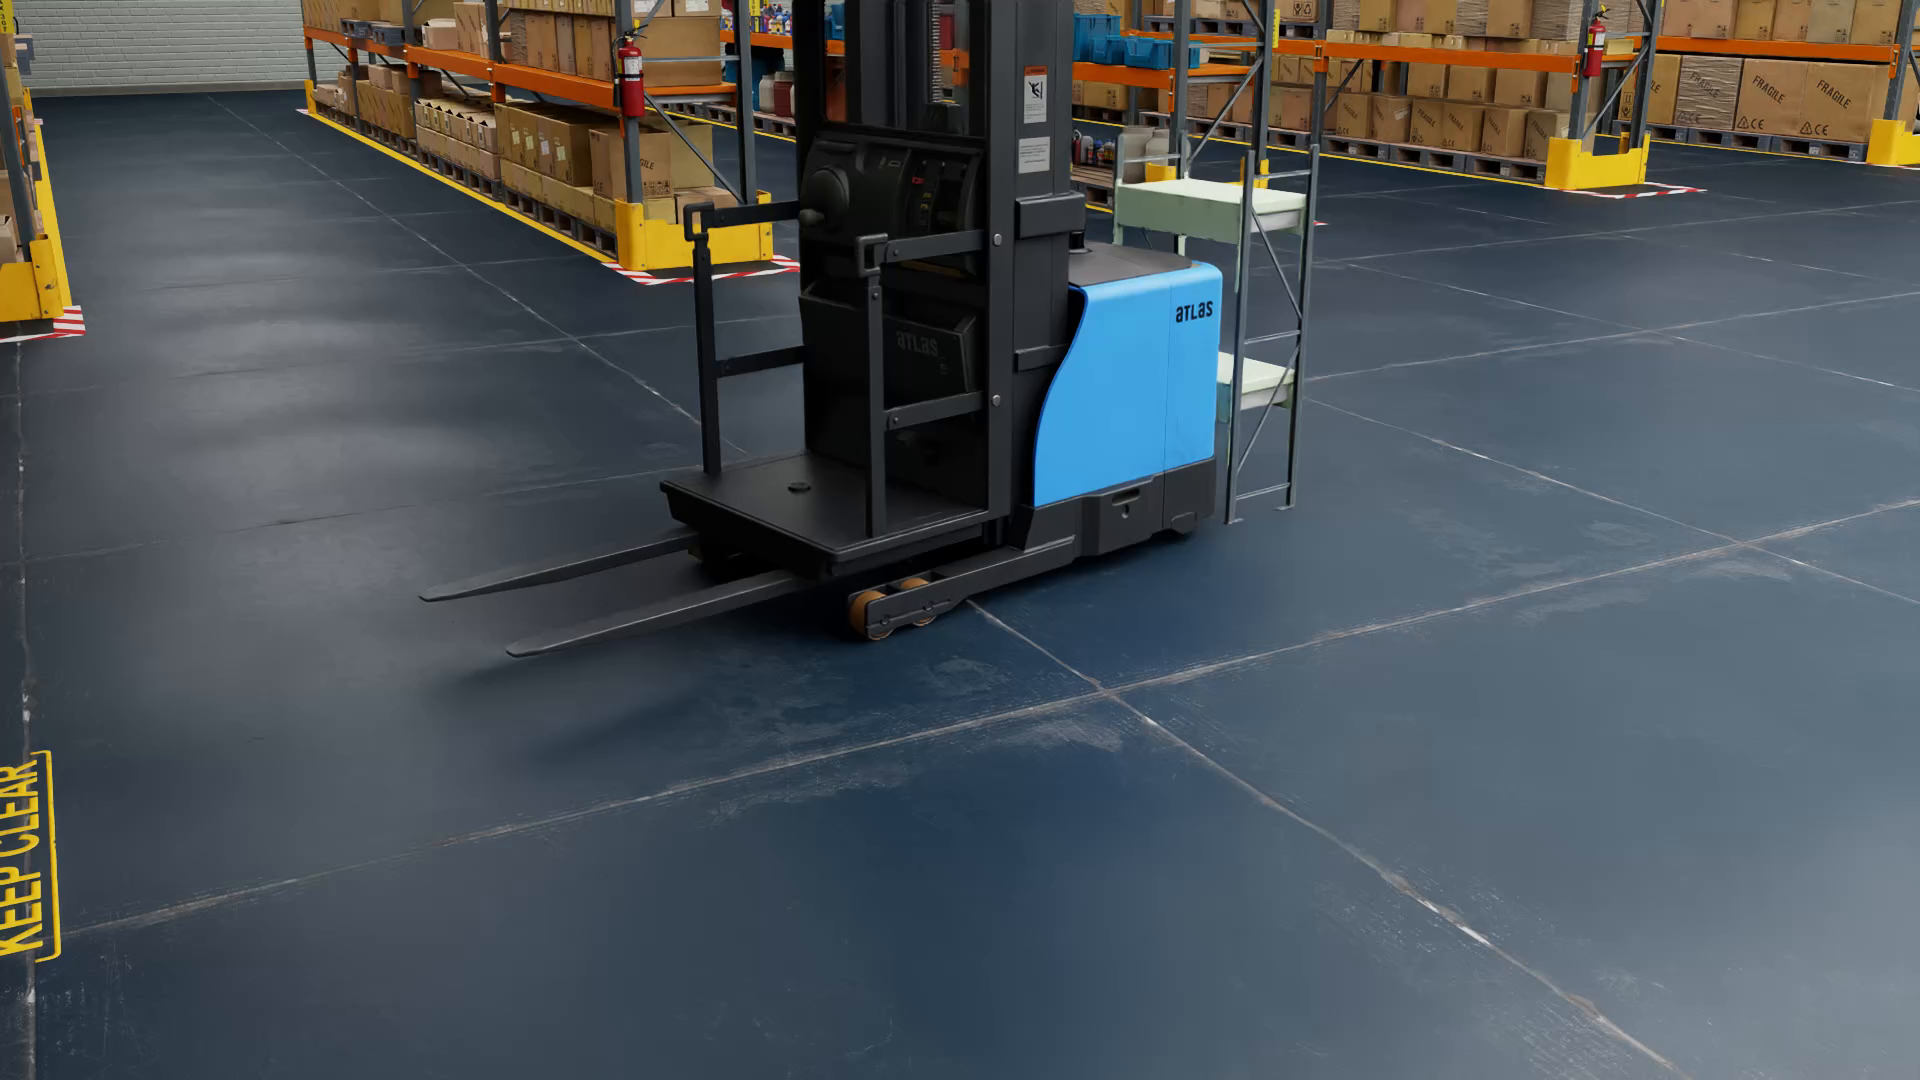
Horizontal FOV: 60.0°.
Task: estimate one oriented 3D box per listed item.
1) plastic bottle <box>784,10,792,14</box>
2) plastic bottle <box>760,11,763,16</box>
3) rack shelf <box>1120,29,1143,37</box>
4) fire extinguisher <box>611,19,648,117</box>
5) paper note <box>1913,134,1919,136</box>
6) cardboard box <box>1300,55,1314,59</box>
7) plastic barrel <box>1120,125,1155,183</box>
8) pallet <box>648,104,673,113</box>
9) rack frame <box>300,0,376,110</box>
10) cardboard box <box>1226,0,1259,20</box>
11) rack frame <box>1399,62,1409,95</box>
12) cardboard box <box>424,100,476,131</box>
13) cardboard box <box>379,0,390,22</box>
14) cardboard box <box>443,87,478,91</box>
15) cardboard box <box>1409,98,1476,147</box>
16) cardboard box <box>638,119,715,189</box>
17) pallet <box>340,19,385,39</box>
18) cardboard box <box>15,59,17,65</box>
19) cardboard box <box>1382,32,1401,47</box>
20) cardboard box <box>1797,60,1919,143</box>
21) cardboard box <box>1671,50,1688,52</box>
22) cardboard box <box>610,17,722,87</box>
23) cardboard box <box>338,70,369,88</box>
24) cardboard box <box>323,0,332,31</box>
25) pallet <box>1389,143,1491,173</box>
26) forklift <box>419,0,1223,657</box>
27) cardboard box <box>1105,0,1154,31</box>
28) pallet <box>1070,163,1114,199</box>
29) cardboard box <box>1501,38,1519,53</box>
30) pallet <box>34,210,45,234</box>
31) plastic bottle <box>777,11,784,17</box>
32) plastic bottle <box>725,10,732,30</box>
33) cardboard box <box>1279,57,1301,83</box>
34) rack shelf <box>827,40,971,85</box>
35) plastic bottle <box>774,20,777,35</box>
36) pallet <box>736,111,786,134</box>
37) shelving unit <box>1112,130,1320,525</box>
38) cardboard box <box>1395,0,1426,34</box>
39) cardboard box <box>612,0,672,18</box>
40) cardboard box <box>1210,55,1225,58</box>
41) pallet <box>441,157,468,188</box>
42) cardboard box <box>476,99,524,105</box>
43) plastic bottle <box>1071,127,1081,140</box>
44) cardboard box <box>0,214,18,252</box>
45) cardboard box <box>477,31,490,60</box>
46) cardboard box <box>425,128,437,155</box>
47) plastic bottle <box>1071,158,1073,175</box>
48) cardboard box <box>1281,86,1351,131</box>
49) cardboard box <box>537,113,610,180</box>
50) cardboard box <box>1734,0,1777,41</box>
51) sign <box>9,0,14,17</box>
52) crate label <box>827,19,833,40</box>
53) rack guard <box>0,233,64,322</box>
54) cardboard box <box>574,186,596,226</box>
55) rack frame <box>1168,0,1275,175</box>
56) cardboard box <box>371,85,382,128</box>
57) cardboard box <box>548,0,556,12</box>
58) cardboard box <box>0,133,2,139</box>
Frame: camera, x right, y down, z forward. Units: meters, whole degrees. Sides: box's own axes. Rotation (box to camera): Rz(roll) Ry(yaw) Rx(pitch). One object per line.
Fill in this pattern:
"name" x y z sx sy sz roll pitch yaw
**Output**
"plastic bottle" -2.435 -7.379 23.606 0.152 0.276 0.135 -10 21 -27
"plastic bottle" -2.692 -7.064 22.683 0.061 0.283 0.133 -10 21 -27
"rack shelf" 1.925 -7.641 25.281 1.077 0.370 4.000 -10 21 -27
"fire extinguisher" -2.399 -3.435 12.106 0.296 0.674 0.183 -10 21 -27
"paper note" 12.923 -5.467 22.446 0.148 0.019 0.142 -3 19 -8
"cardboard box" 6.000 -8.114 27.585 0.500 0.250 0.500 -9 21 -25
"plastic barrel" 1.697 -3.687 15.888 0.421 0.512 0.421 0 19 0
"pallet" -4.350 -7.026 26.669 1.003 0.211 1.213 -10 21 -27
"rack frame" -9.644 -8.171 25.711 1.000 3.000 0.127 -10 21 -27
"cardboard box" 3.870 -6.990 21.487 0.797 0.503 0.637 -8 20 -21
"rack frame" 7.288 -8.147 25.642 1.000 3.000 0.127 -10 21 -27
"cardboard box" -5.598 -4.693 18.344 0.500 0.311 0.500 -11 22 -28
"cardboard box" -6.851 -6.770 20.857 0.700 0.500 0.500 -17 25 -40
"cardboard box" -6.297 -5.370 20.751 0.500 0.500 0.500 -10 22 -27
"cardboard box" 5.572 -4.826 19.206 0.500 0.500 0.500 -12 22 -31
"cardboard box" -2.344 -3.162 13.619 0.500 0.500 0.500 -10 21 -27
"pallet" -7.461 -6.685 21.701 1.003 0.211 1.213 -10 21 -27
"cardboard box" -6.852 -3.231 11.596 0.500 0.250 0.500 -10 22 -28
"cardboard box" 5.072 -5.742 19.060 0.380 0.149 0.250 -10 21 -27
"cardboard box" 10.707 -5.229 19.799 0.875 0.875 0.875 -10 21 -26
"cardboard box" 14.357 -9.552 32.904 0.500 0.500 0.500 -10 22 -27
"cardboard box" -2.256 -3.761 12.778 0.700 0.500 0.500 -10 21 -27
"cardboard box" -8.641 -6.589 24.280 0.797 0.503 0.637 -10 21 -27
"cardboard box" -8.700 -7.468 23.523 0.500 0.500 0.500 -9 21 -25
"pallet" 5.708 -4.403 19.068 1.003 0.211 1.213 -10 21 -27
"forklift" -0.409 -1.237 5.723 3.031 2.935 1.130 -16 25 -39
"cardboard box" 2.423 -7.558 23.783 0.500 0.500 0.500 -9 21 -25
"pallet" 1.281 -3.624 16.810 1.003 0.211 1.213 -10 21 -27
"cardboard box" 5.970 -5.252 17.638 0.380 0.149 0.250 -10 21 -27
"pallet" -7.953 -2.452 13.413 1.003 0.211 1.213 -10 21 -27
"plastic bottle" -2.536 -7.352 23.535 0.097 0.271 0.097 0 19 0
"plastic bottle" -3.294 -7.393 23.656 0.097 0.271 0.097 0 19 0
"cardboard box" 5.759 -7.907 28.136 0.500 0.500 0.500 -9 21 -24
"rack shelf" -0.534 -5.726 19.730 1.077 0.370 4.000 -10 21 -27
"plastic bottle" -2.431 -6.838 22.155 0.097 0.201 0.097 0 19 0
"pallet" -2.470 -5.892 23.382 1.003 0.211 1.213 -10 21 -27
"shelving unit" 1.028 -0.906 6.958 0.431 1.500 0.755 -14 23 -35
"cardboard box" 5.466 -6.031 18.902 0.875 0.500 0.500 -10 21 -27
"cardboard box" -2.395 -4.012 12.511 0.380 0.149 0.250 -10 22 -28
"cardboard box" 4.710 -8.626 29.847 0.380 0.149 0.250 -10 22 -27
"pallet" -4.913 -3.964 17.795 1.003 0.211 1.213 -10 21 -27
"cardboard box" -5.127 -4.777 18.590 0.500 0.311 0.500 -10 22 -27
"plastic bottle" 1.220 -4.160 17.474 0.144 0.351 0.185 -10 21 -27
"cardboard box" -6.924 -2.122 11.631 0.500 0.311 0.500 -8 21 -22
"cardboard box" -4.525 -4.886 16.399 0.396 0.266 0.258 -11 22 -28
"cardboard box" -5.615 -4.433 18.451 0.500 0.250 0.500 -11 22 -28
"plastic bottle" 1.057 -3.688 16.337 0.097 0.201 0.097 0 19 0
"cardboard box" 4.502 -5.465 21.028 0.700 0.500 0.500 -12 22 -31
"cardboard box" -3.287 -3.367 14.213 0.500 0.500 0.500 -10 21 -27
"cardboard box" 10.147 -6.501 20.643 0.875 0.550 0.500 -10 21 -27
"sign" -7.829 -4.453 13.610 0.100 0.325 0.005 -10 21 -27
"crate label" -1.614 -6.382 20.785 0.303 0.233 0.416 -10 21 -27
"rack guard" -6.440 -1.649 10.645 1.175 0.500 0.348 -10 21 -27
"cardboard box" -2.809 -2.726 13.505 0.500 0.250 0.500 -10 21 -27
"rack frame" 2.315 -4.344 14.621 1.000 3.000 0.127 -10 21 -27
"cardboard box" -7.235 -5.576 21.350 0.500 0.500 0.500 -10 21 -26
"cardboard box" -3.250 -4.528 14.009 0.380 0.149 0.250 -10 21 -27
"cardboard box" -9.164 -3.486 15.292 0.700 0.500 0.500 -10 21 -26
